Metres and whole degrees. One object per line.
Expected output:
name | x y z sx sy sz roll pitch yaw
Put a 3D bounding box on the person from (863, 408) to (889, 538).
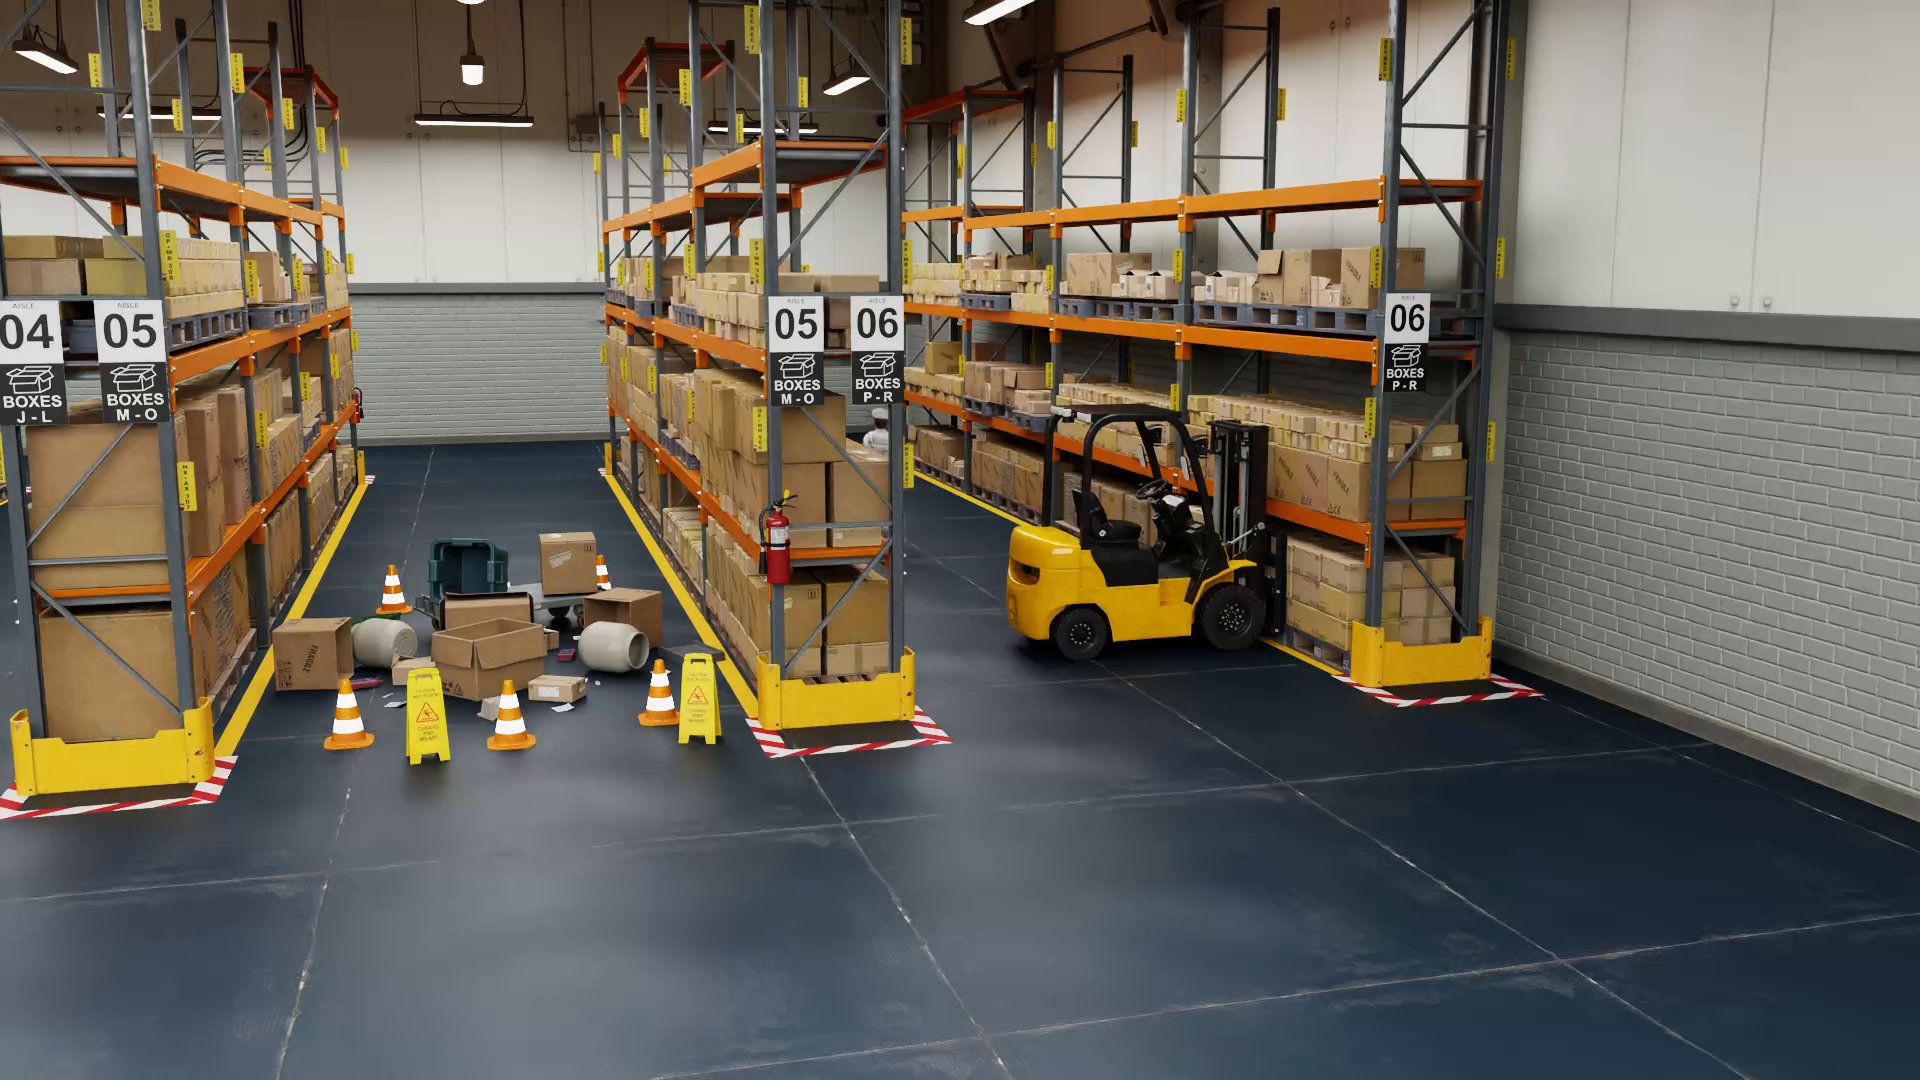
person | -1.000 -0.817 20.689 0.475 1.648 0.913 -4 10 -22
